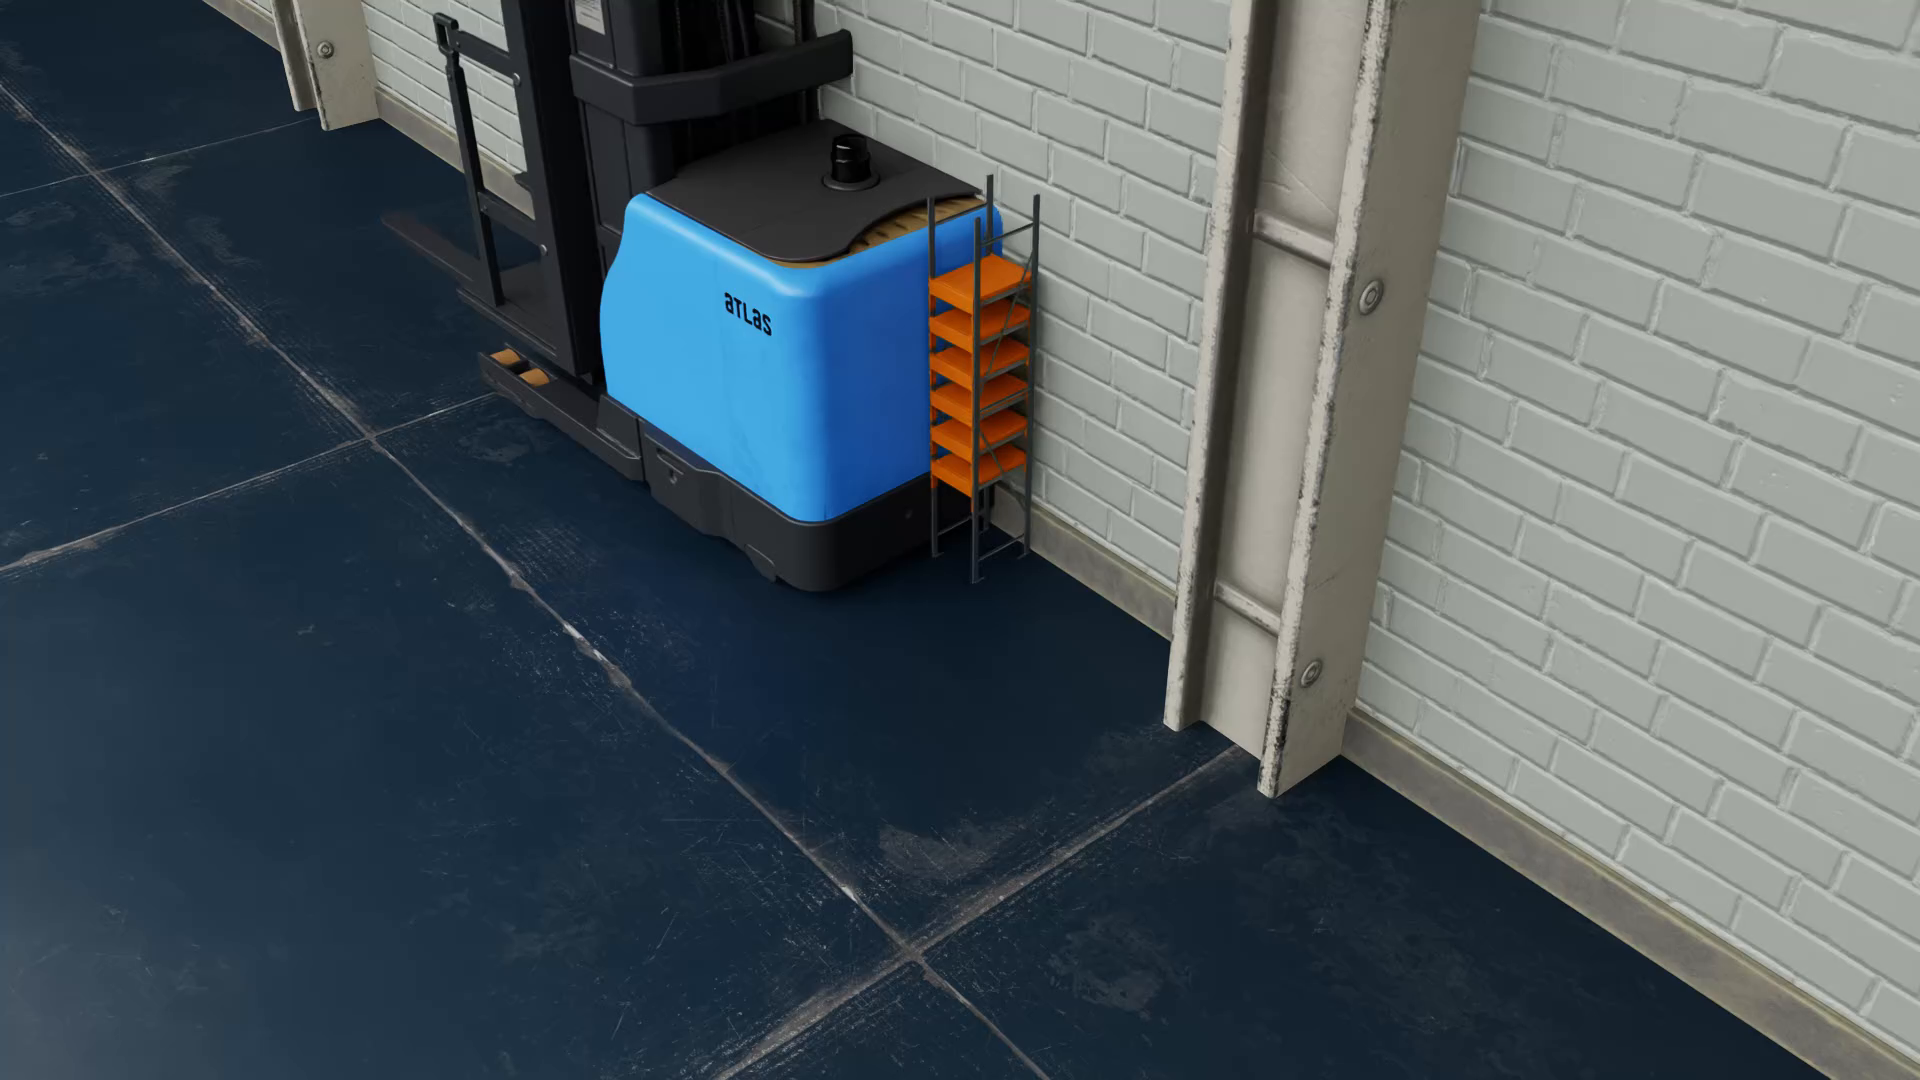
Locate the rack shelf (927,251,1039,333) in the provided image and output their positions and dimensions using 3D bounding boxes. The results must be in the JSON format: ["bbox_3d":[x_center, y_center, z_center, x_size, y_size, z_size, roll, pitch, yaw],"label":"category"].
[{"bbox_3d":[0.065,-0.696,4.648,0.258,0.103,0.180,-28,44,-34],"label":"rack shelf"}]

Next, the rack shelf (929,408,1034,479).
[{"bbox_3d":[0.065,-0.304,4.926,0.258,0.103,0.180,-28,44,-34],"label":"rack shelf"}]

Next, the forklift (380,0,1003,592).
[{"bbox_3d":[-1.070,-1.808,5.266,1.130,2.935,3.031,-28,44,-34],"label":"forklift"}]

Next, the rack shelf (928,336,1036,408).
[{"bbox_3d":[0.065,-0.500,4.787,0.258,0.103,0.180,-28,44,-34],"label":"rack shelf"}]

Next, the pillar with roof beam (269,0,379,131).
[{"bbox_3d":[-6.363,-4.189,3.379,9.100,9.000,0.400,-26,43,-32],"label":"pillar with roof beam"}]

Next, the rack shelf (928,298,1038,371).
[{"bbox_3d":[0.065,-0.598,4.718,0.258,0.103,0.180,-28,44,-34],"label":"rack shelf"}]

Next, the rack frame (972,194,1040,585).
[{"bbox_3d":[0.127,-0.399,4.776,0.240,1.200,0.006,-28,44,-34],"label":"rack frame"}]

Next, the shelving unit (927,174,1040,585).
[{"bbox_3d":[0.065,-0.438,4.831,0.258,1.200,0.189,-28,44,-34],"label":"shelving unit"}]

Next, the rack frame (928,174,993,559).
[{"bbox_3d":[0.003,-0.477,4.886,0.240,1.200,0.006,-28,44,-34],"label":"rack frame"}]

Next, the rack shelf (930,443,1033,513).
[{"bbox_3d":[0.065,-0.206,4.995,0.258,0.103,0.180,-28,44,-34],"label":"rack shelf"}]

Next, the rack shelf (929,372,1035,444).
[{"bbox_3d":[0.065,-0.402,4.856,0.258,0.103,0.180,-28,44,-34],"label":"rack shelf"}]
